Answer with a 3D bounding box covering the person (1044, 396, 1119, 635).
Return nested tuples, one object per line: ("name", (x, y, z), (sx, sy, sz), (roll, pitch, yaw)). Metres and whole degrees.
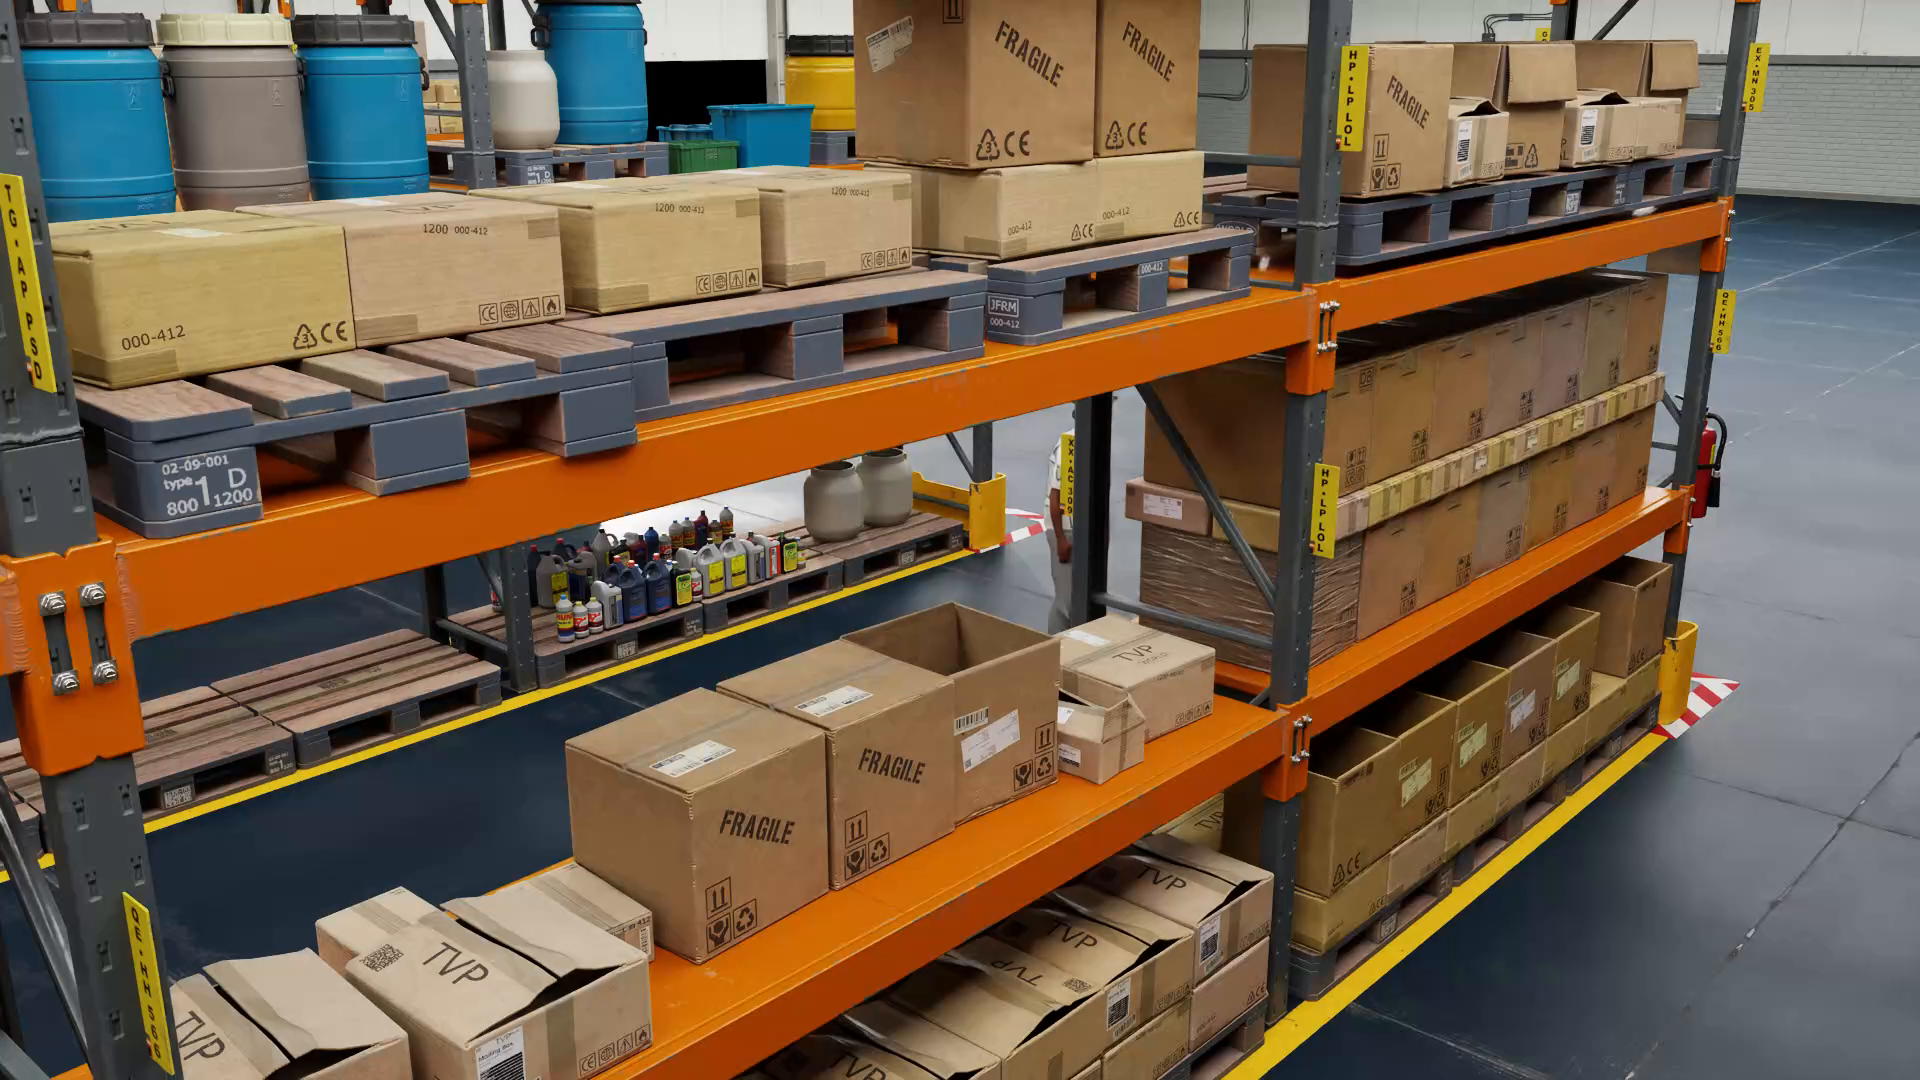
("person", (0.699, -0.042, 9.692), (0.396, 1.653, 0.513), (13, 22, 37))
